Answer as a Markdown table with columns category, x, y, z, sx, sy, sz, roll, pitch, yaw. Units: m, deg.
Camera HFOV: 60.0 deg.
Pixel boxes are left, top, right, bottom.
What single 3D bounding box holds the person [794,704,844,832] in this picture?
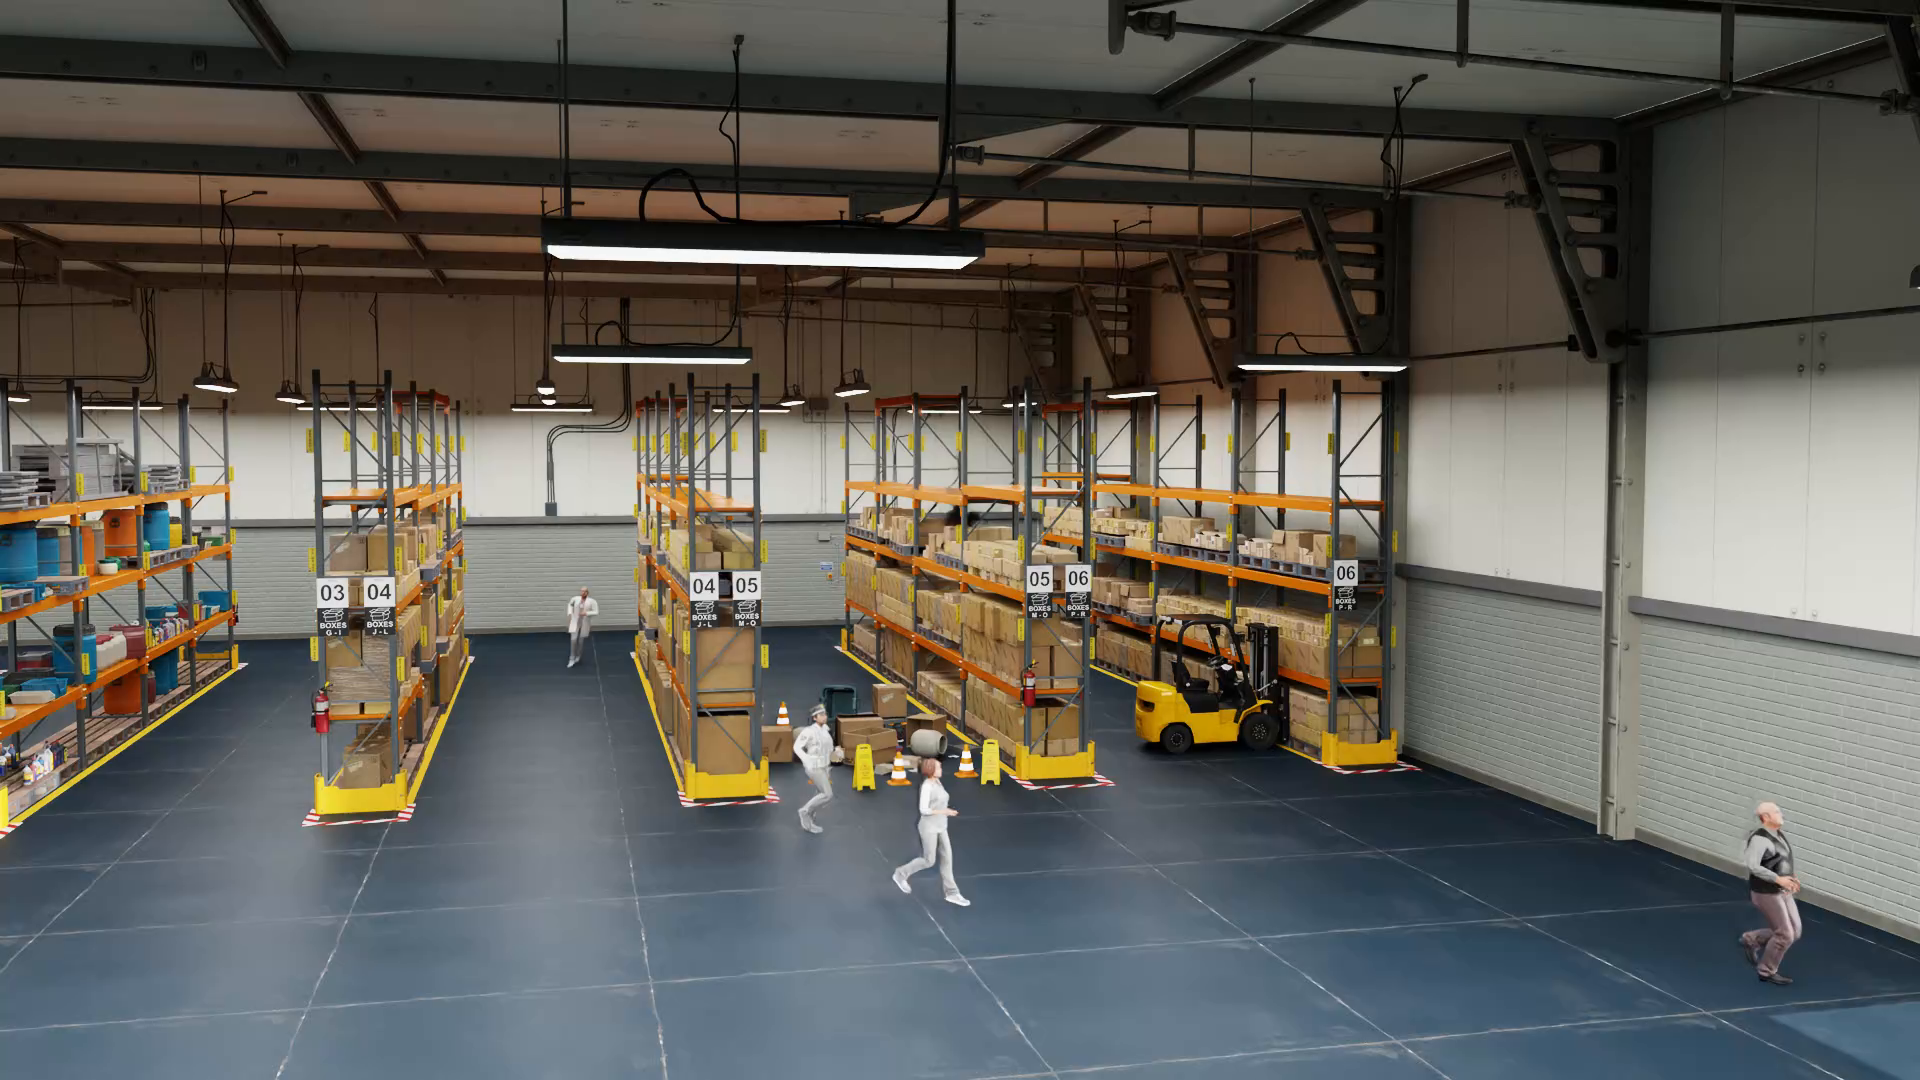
| category | x | y | z | sx | sy | sz | roll | pitch | yaw |
| --- | --- | --- | --- | --- | --- | --- | --- | --- | --- |
| person | -1.775 | 2.930 | 21.418 | 0.549 | 1.664 | 0.598 | 2 | 4 | 28 |

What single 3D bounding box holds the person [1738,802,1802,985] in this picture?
| category | x | y | z | sx | sy | sz | roll | pitch | yaw |
| --- | --- | --- | --- | --- | --- | --- | --- | --- | --- |
| person | 7.537 | 3.270 | 15.460 | 0.607 | 1.673 | 0.656 | 3 | 5 | 43 |

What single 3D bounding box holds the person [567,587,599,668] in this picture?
| category | x | y | z | sx | sy | sz | roll | pitch | yaw |
| --- | --- | --- | --- | --- | --- | --- | --- | --- | --- |
| person | -8.550 | 1.953 | 37.735 | 0.711 | 1.800 | 0.957 | 0 | 3 | -6 |

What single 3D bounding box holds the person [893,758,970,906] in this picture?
| category | x | y | z | sx | sy | sz | roll | pitch | yaw |
| --- | --- | --- | --- | --- | --- | --- | --- | --- | --- |
| person | -0.298 | 3.148 | 18.011 | 0.847 | 1.592 | 0.538 | 1 | 4 | 21 |
